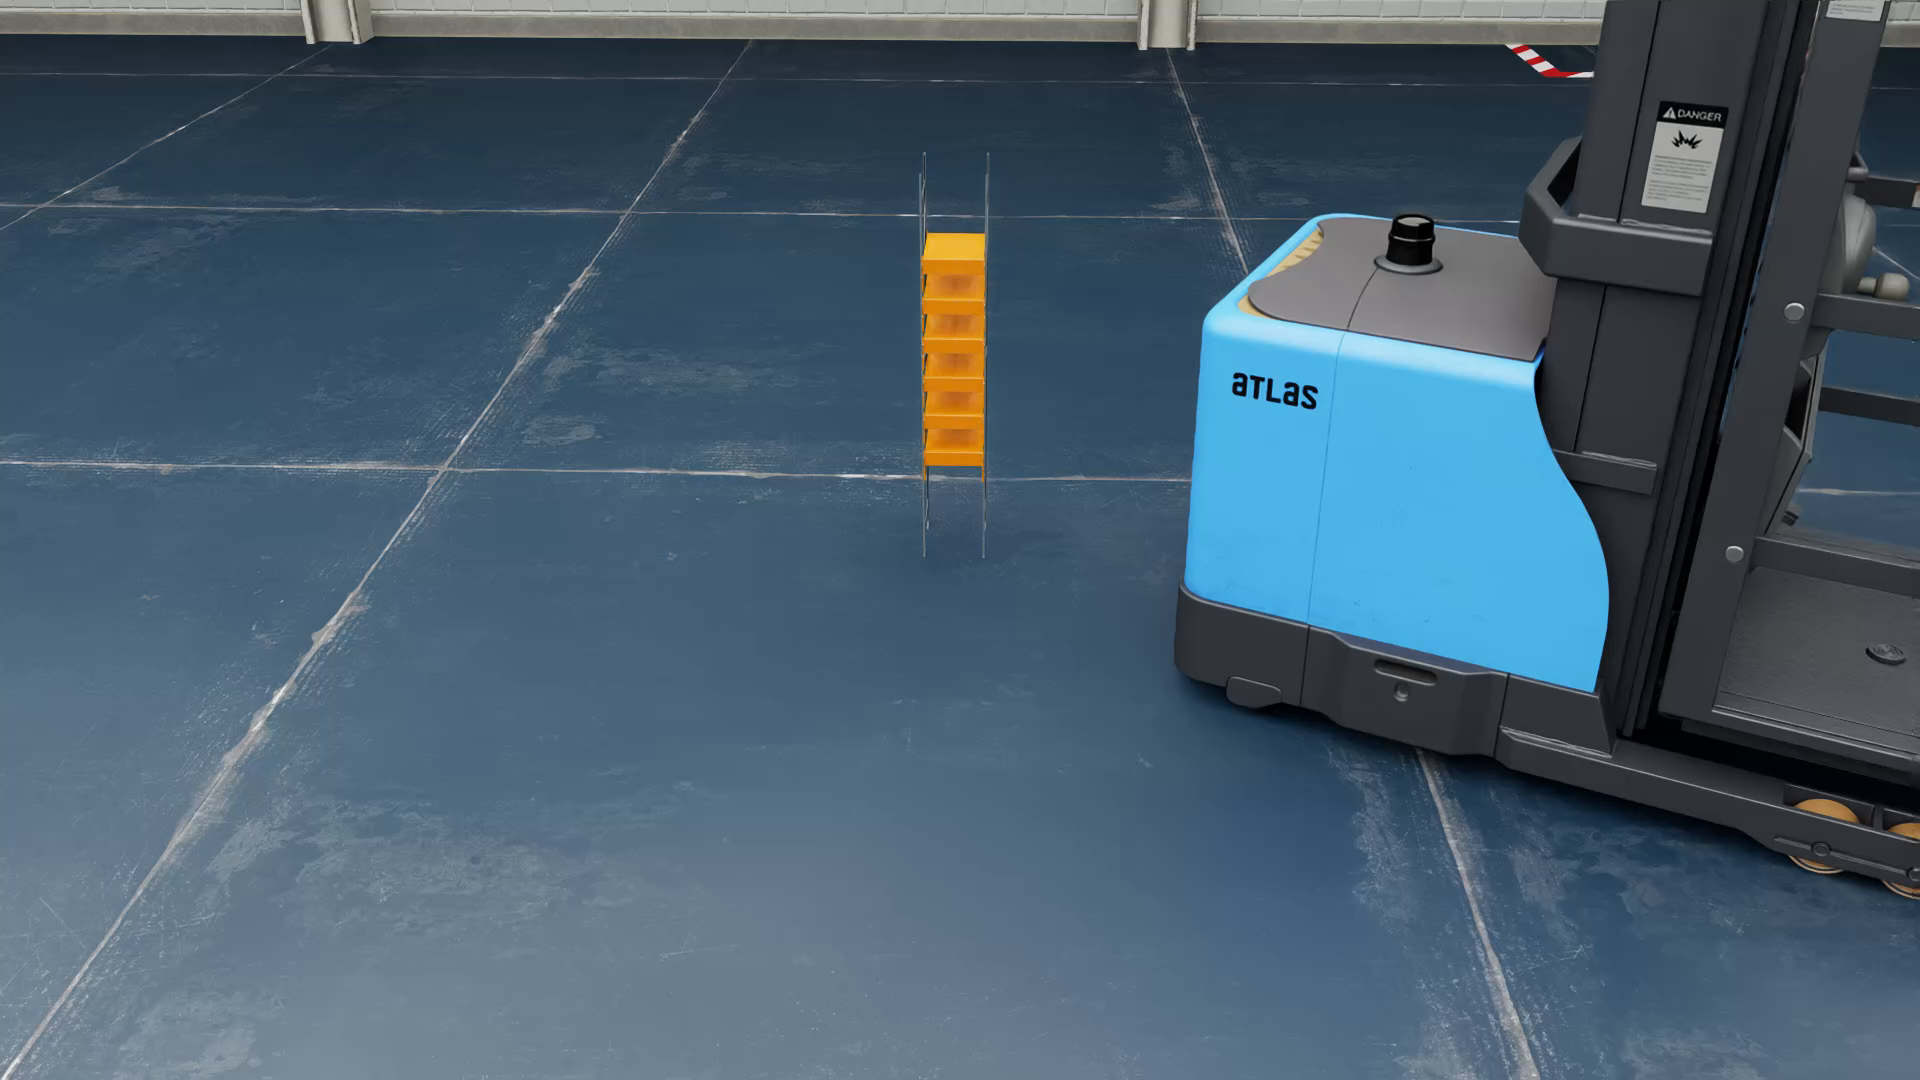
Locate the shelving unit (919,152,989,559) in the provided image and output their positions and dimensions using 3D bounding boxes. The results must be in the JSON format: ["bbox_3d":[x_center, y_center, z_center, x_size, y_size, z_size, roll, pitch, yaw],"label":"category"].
[{"bbox_3d":[-0.014,-0.530,4.969,0.189,1.200,0.258,1,28,2],"label":"shelving unit"}]

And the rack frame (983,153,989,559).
[{"bbox_3d":[0.077,-0.529,4.967,0.006,1.200,0.240,1,28,2],"label":"rack frame"}]

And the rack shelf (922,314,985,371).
[{"bbox_3d":[-0.014,-0.597,4.934,0.180,0.103,0.258,1,28,2],"label":"rack shelf"}]

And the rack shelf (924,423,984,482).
[{"bbox_3d":[-0.014,-0.279,5.103,0.180,0.103,0.258,1,28,2],"label":"rack shelf"}]

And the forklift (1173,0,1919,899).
[{"bbox_3d":[2.125,-0.775,3.583,3.031,2.935,1.130,14,31,24],"label":"forklift"}]

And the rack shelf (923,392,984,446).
[{"bbox_3d":[-0.014,-0.385,5.046,0.180,0.103,0.258,1,28,2],"label":"rack shelf"}]

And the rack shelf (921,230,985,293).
[{"bbox_3d":[-0.014,-0.809,4.822,0.180,0.103,0.258,1,28,2],"label":"rack shelf"}]

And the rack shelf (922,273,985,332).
[{"bbox_3d":[-0.014,-0.703,4.878,0.180,0.103,0.258,1,28,2],"label":"rack shelf"}]

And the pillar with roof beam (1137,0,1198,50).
[{"bbox_3d":[1.326,-5.517,6.050,0.400,9.000,9.100,1,28,2],"label":"pillar with roof beam"}]

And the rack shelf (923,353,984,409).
[{"bbox_3d":[-0.014,-0.491,4.990,0.180,0.103,0.258,1,28,2],"label":"rack shelf"}]

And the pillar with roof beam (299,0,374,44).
[{"bbox_3d":[-4.671,-5.616,6.237,0.400,9.000,9.100,1,28,2],"label":"pillar with roof beam"}]

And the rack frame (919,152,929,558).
[{"bbox_3d":[-0.106,-0.532,4.972,0.006,1.200,0.240,1,28,2],"label":"rack frame"}]
